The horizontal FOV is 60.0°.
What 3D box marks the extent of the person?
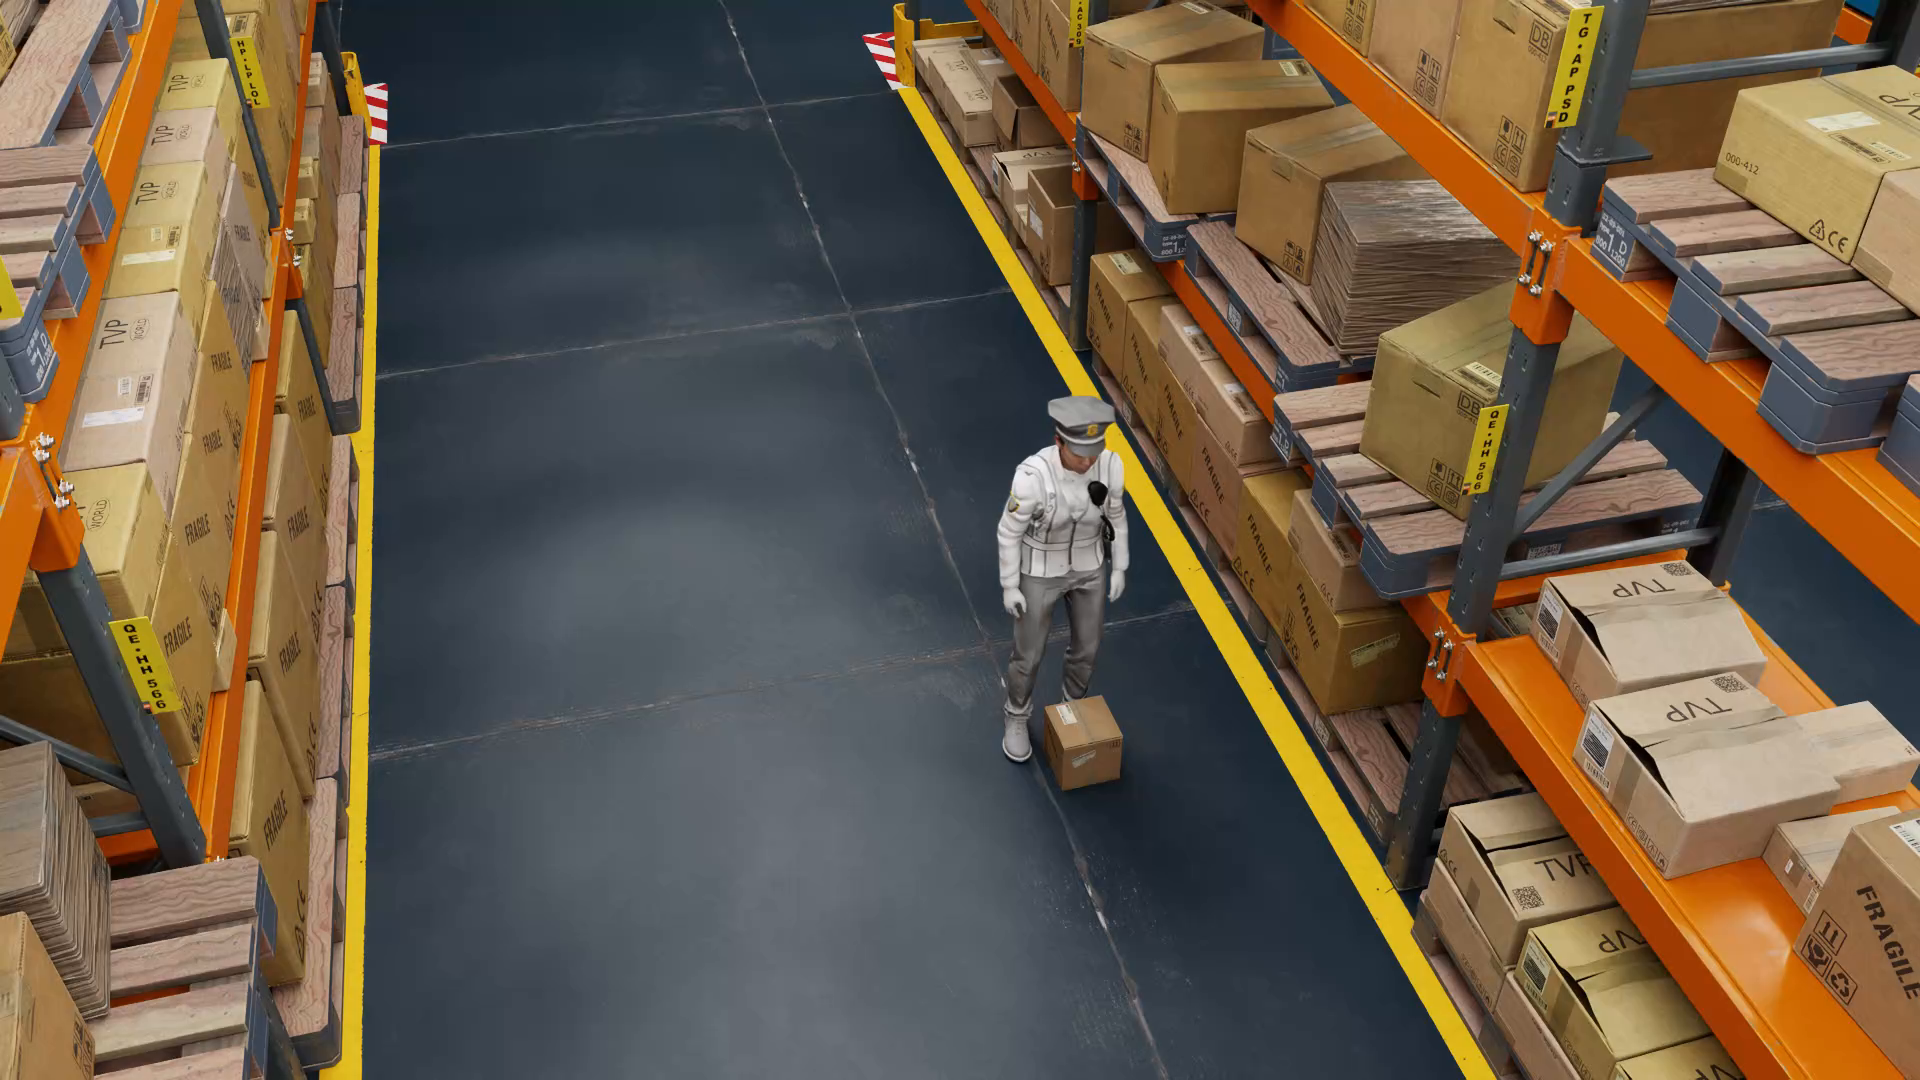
[{"bbox_3d":[0.407,0.138,6.536,0.528,1.664,0.372,-9,39,-12],"label":"person"}]
